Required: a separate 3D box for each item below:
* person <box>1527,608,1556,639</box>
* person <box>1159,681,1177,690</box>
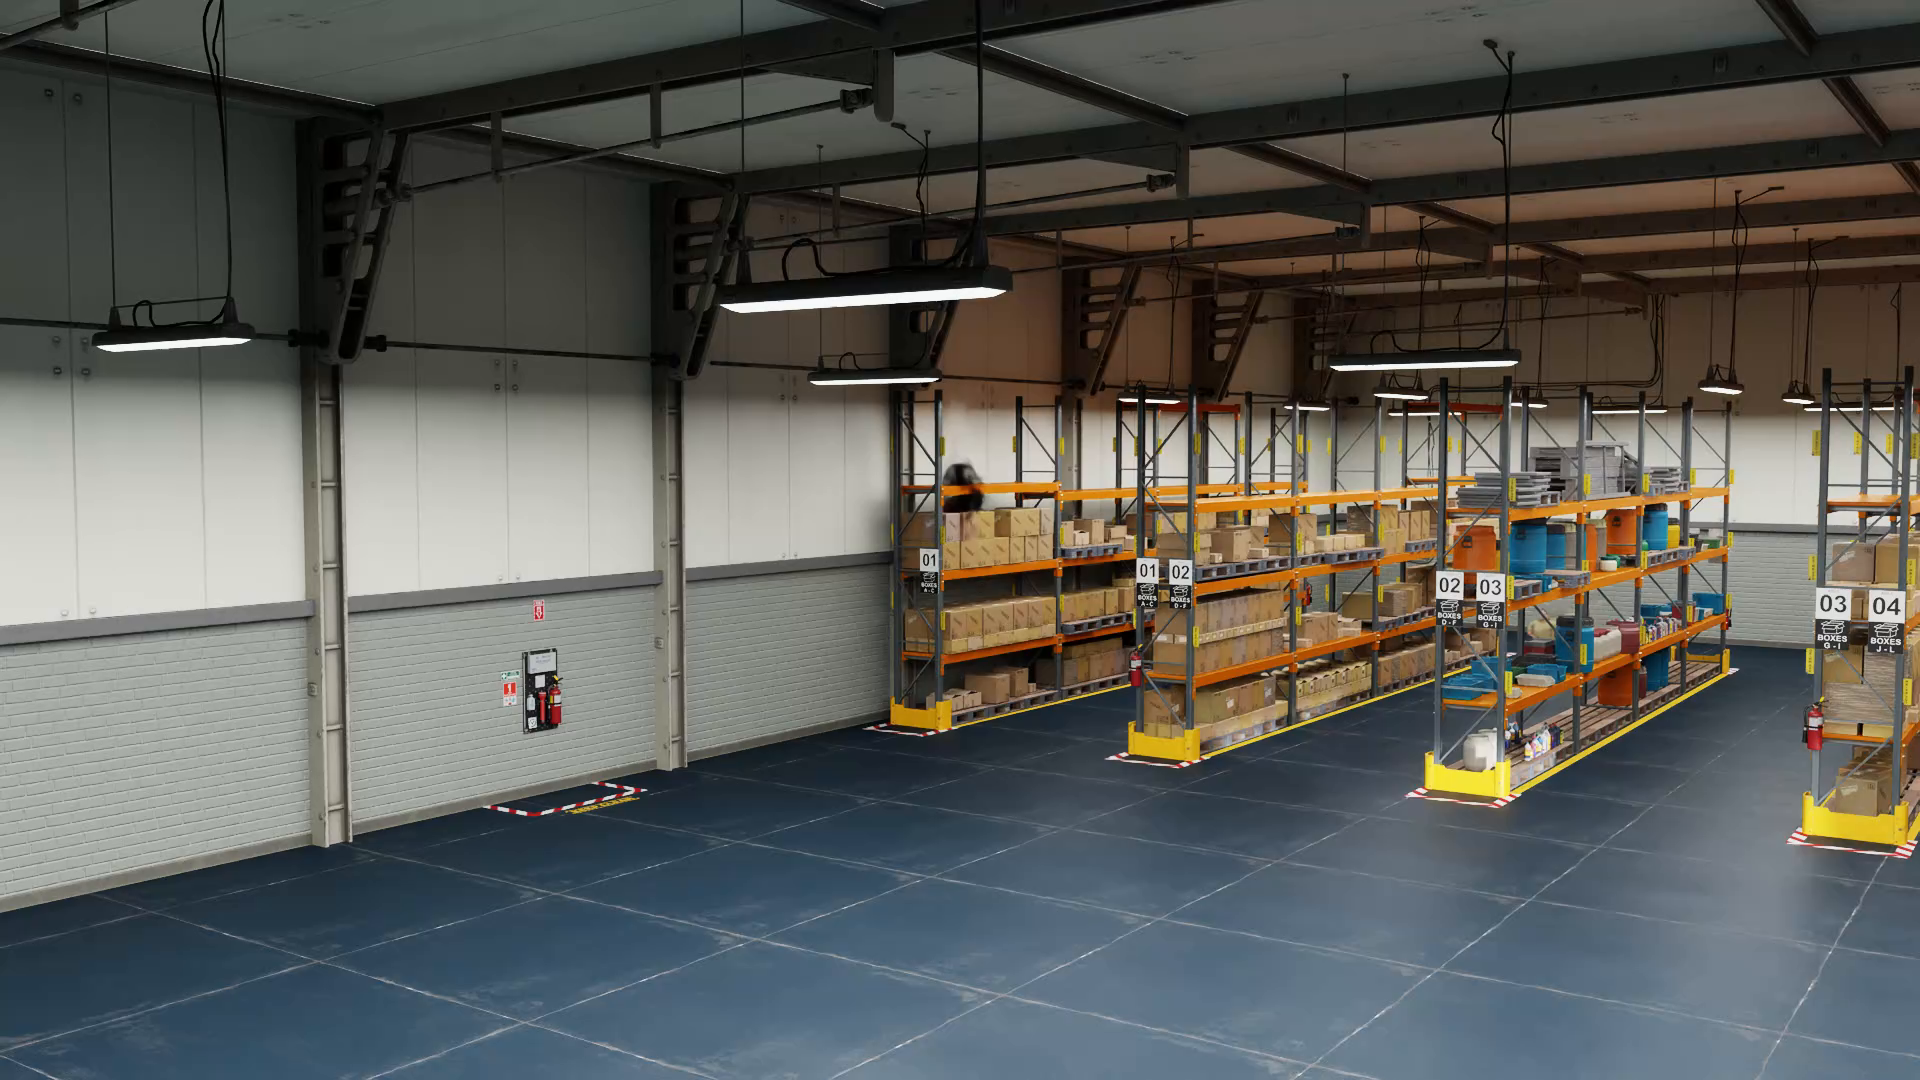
[{"bbox_3d":[11.966,2.233,34.243,0.529,1.696,0.887,2,4,34],"label":"person"},{"bbox_3d":[3.981,2.411,31.681,0.613,1.640,0.688,2,4,30],"label":"person"}]
